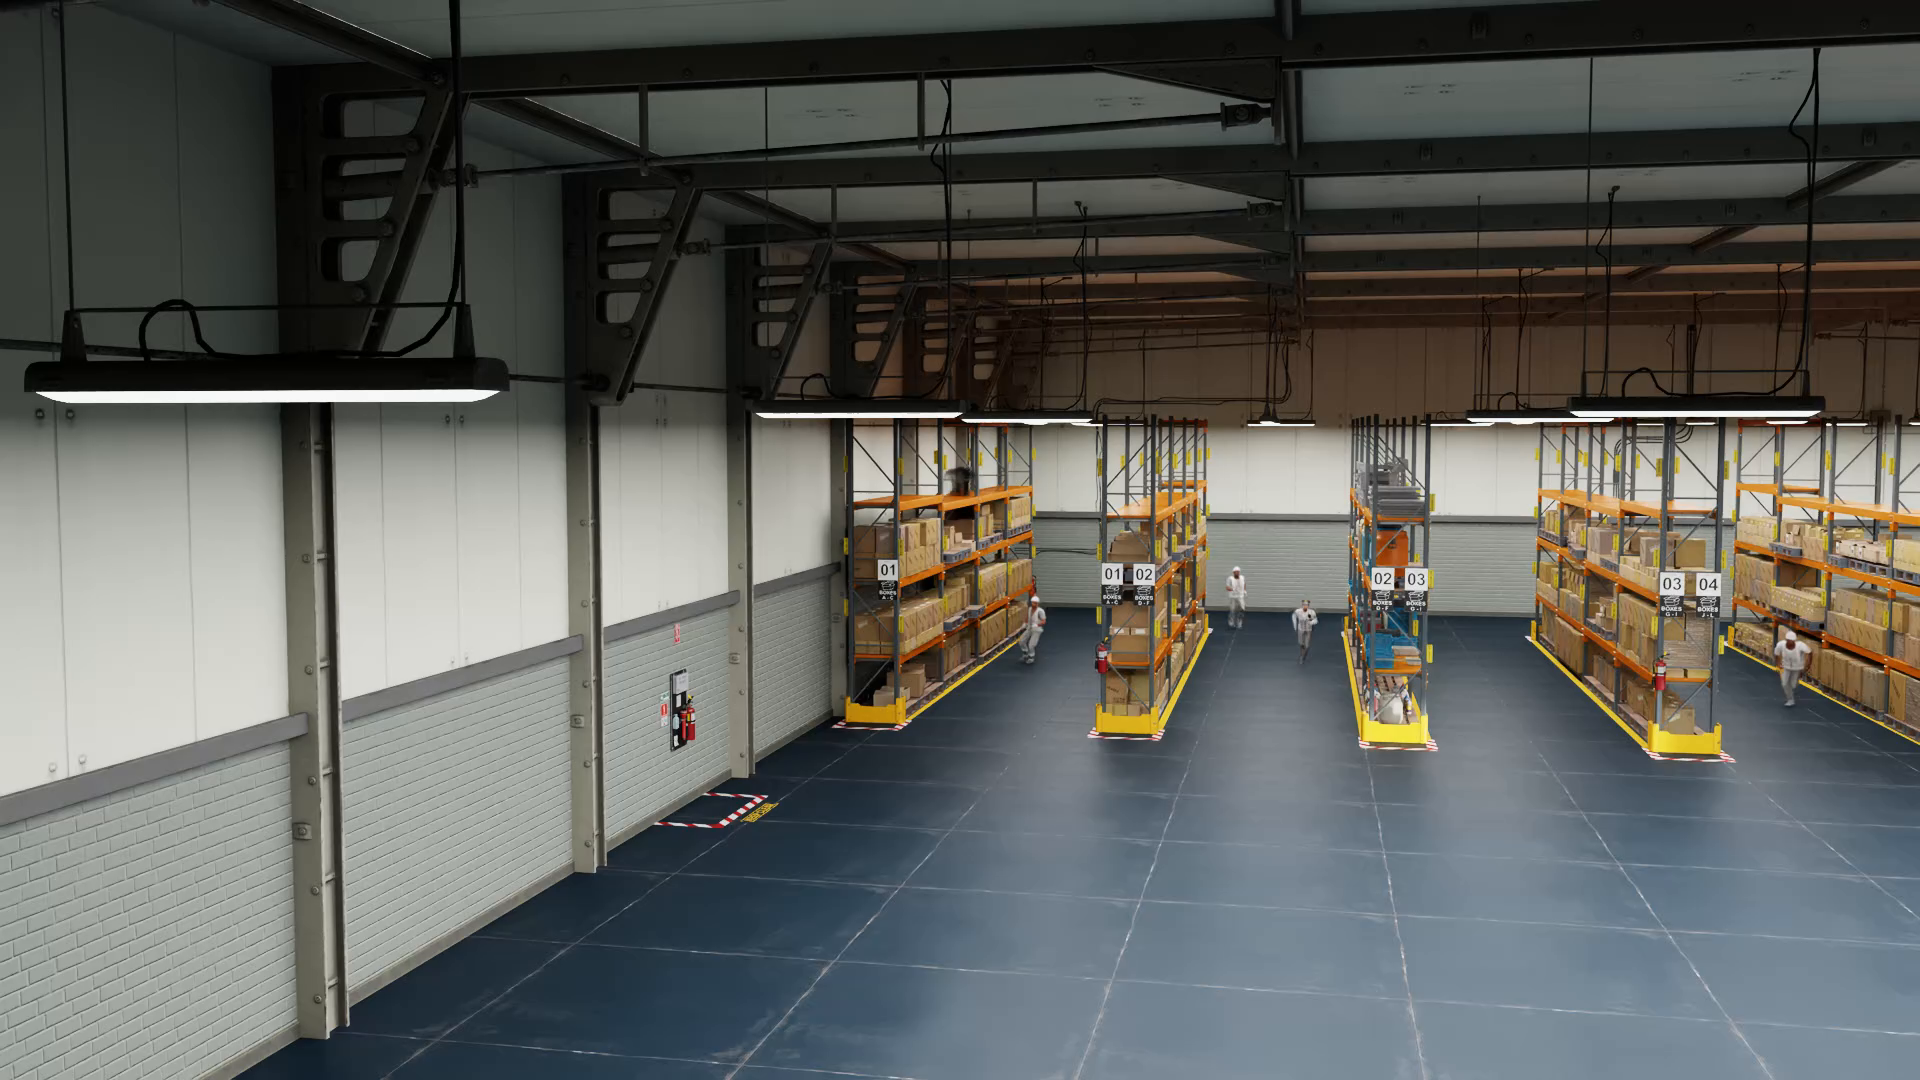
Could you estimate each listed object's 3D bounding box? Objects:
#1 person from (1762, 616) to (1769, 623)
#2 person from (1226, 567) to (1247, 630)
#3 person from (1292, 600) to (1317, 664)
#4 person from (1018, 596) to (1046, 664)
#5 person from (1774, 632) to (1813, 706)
[{"bbox_3d":[21.885,1.995,44.887,0.887,1.483,0.554,4,5,44],"label":"person"},{"bbox_3d":[7.927,1.668,47.605,0.667,1.813,0.823,-1,4,-9],"label":"person"},{"bbox_3d":[8.376,2.232,40.421,0.589,1.613,0.665,1,4,8],"label":"person"},{"bbox_3d":[1.708,2.197,40.380,0.871,1.676,0.637,3,5,37],"label":"person"},{"bbox_3d":[17.166,2.649,34.262,0.718,1.582,0.925,2,4,30],"label":"person"}]
